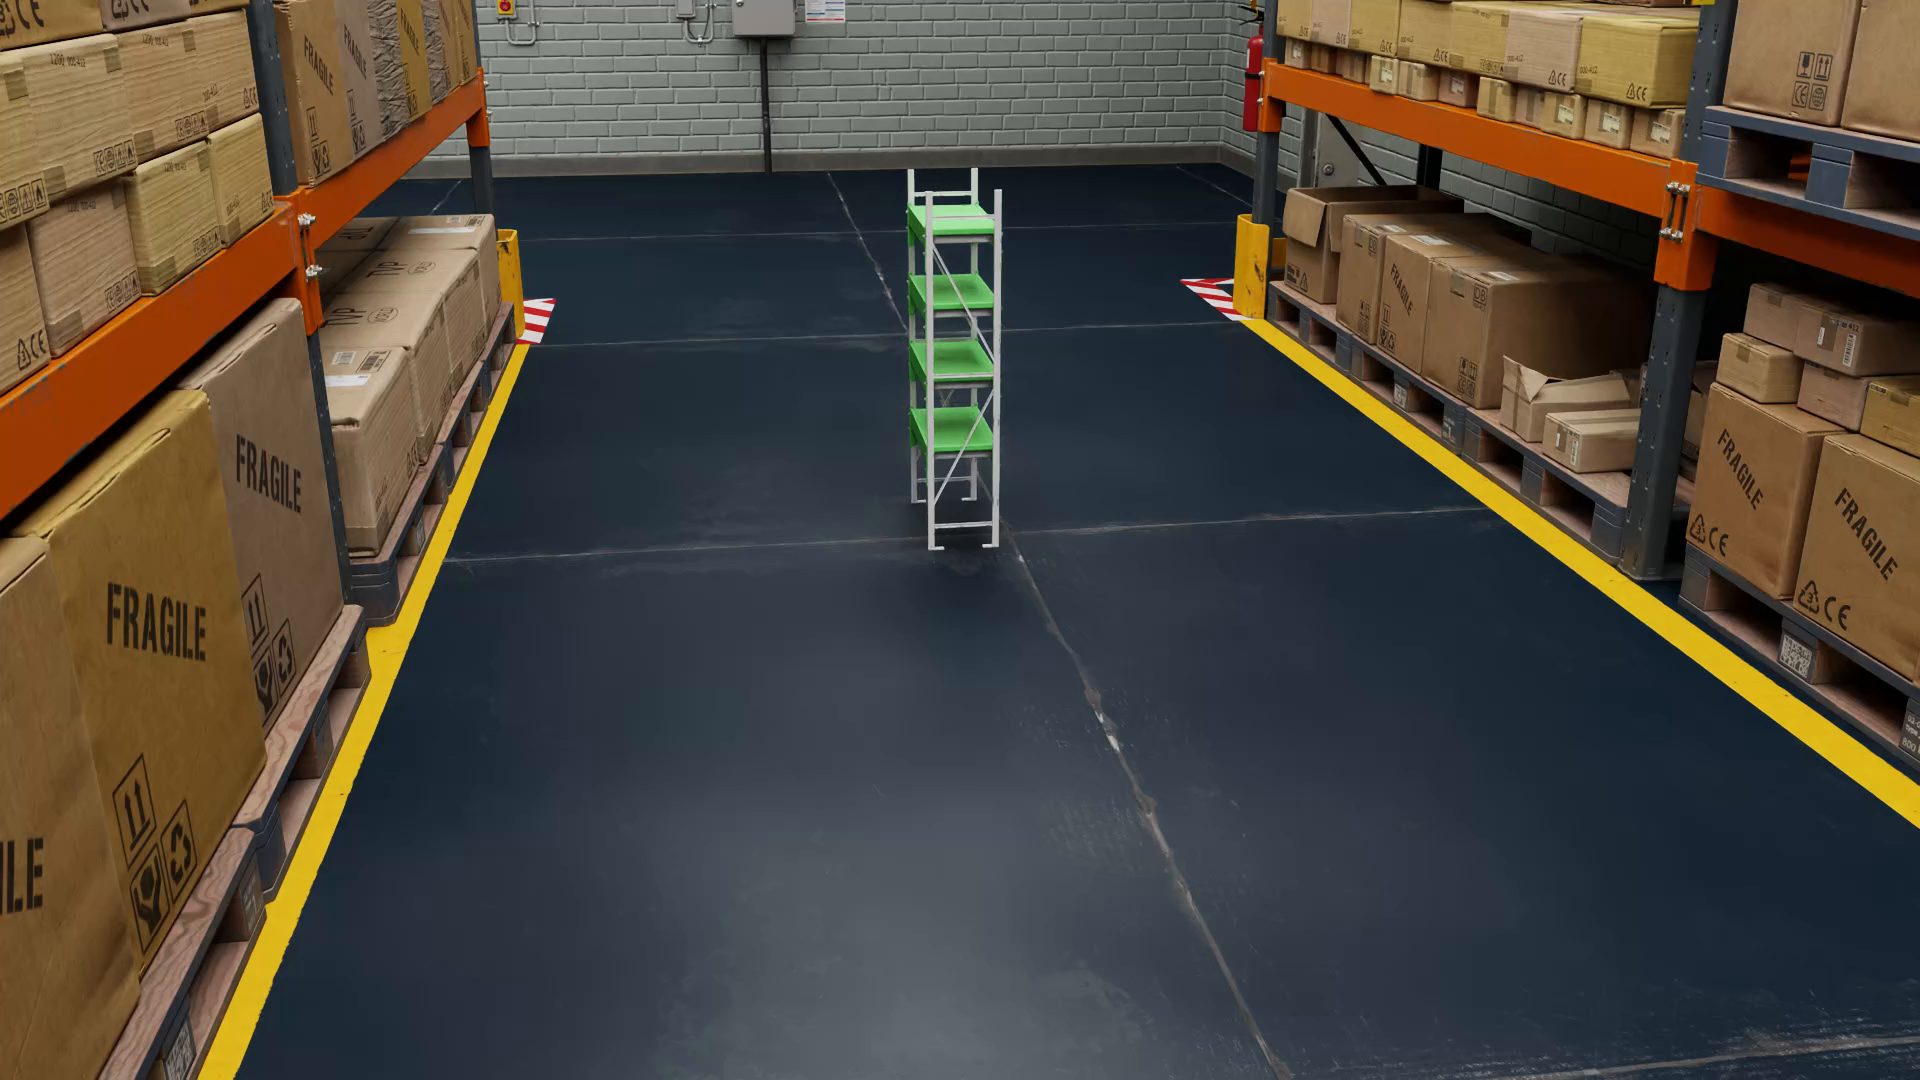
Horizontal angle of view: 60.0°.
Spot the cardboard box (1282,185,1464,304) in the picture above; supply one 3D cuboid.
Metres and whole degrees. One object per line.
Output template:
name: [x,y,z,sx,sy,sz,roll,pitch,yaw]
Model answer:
cardboard box: [2.074,-1.506,8.430,0.797,0.503,0.637,-4,21,-10]

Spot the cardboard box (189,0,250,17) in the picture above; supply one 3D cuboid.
cardboard box: [-1.942,-1.432,3.692,0.500,0.500,0.500,-2,21,-6]

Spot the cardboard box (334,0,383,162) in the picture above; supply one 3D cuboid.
cardboard box: [-2.132,-1.456,5.185,0.500,0.500,0.500,-3,21,-7]

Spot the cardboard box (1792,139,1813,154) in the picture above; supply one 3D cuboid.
cardboard box: [2.878,-1.323,5.331,0.380,0.149,0.250,-3,21,-8]

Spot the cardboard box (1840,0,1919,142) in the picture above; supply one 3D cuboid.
cardboard box: [2.579,-1.196,3.889,0.700,0.500,0.500,-3,21,-7]

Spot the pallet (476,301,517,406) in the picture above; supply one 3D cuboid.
pallet: [-2.639,-0.865,7.730,1.003,0.211,1.213,-3,21,-8]

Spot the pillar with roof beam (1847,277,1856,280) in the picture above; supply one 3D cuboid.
pillar with roof beam: [-0.812,-4.190,4.075,9.100,9.000,0.400,-3,21,-8]

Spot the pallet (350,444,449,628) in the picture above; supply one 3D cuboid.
pallet: [-2.287,-0.020,5.468,1.003,0.211,1.213,-3,21,-8]

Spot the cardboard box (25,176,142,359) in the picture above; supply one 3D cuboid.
cardboard box: [-1.815,-0.494,2.966,0.500,0.250,0.500,-3,21,-9]

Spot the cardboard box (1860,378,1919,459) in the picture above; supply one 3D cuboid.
cardboard box: [2.609,-0.322,4.338,0.380,0.149,0.250,-4,21,-11]

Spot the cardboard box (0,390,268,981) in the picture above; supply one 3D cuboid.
cardboard box: [-1.949,0.263,3.163,0.875,0.875,0.875,-2,21,-6]

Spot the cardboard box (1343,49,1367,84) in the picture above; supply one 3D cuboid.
cardboard box: [1.986,-2.185,7.638,0.380,0.149,0.250,-2,21,-6]

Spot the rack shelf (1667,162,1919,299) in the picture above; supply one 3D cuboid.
rack shelf: [2.944,-0.281,3.210,1.077,0.370,4.000,-3,21,-8]

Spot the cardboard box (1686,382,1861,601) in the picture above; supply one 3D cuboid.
cardboard box: [2.503,-0.158,4.823,0.500,0.500,0.500,-2,21,-5]

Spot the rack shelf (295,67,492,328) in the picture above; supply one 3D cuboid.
rack shelf: [-2.543,-1.415,6.244,1.077,0.370,4.000,-3,21,-8]

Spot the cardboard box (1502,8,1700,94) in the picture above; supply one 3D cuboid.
cardboard box: [2.254,-1.717,5.814,0.500,0.250,0.500,-3,21,-8]

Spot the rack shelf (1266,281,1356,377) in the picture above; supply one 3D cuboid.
rack shelf: [-11.733,0.255,1.034,30.696,2.800,11.642,-3,21,-8]

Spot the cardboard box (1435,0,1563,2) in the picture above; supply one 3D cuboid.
cardboard box: [2.095,-2.426,6.642,0.500,0.500,0.500,-2,21,-6]

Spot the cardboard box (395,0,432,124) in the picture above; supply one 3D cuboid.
cardboard box: [-2.272,-1.807,6.124,0.500,0.500,0.500,-2,21,-6]

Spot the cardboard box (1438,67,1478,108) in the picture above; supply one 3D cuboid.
cardboard box: [2.155,-1.826,6.677,0.380,0.149,0.250,-3,21,-8]

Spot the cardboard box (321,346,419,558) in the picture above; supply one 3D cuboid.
cardboard box: [-2.239,-0.278,5.236,0.875,0.438,0.875,-3,21,-9]

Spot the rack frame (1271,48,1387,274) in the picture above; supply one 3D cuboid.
rack frame: [2.076,-2.695,8.646,0.949,2.616,0.053,-3,21,-8]

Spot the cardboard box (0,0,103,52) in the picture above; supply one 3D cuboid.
cardboard box: [-1.807,-1.077,2.741,0.500,0.500,0.500,-2,21,-6]

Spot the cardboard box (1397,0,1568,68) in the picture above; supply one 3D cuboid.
cardboard box: [2.122,-2.068,6.756,0.500,0.250,0.500,-3,21,-9]

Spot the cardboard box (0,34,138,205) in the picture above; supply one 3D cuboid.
cardboard box: [-1.791,-0.731,2.886,0.500,0.250,0.500,-2,21,-6]

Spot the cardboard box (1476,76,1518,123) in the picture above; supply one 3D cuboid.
cardboard box: [2.164,-1.648,6.200,0.380,0.149,0.250,-3,21,-9]

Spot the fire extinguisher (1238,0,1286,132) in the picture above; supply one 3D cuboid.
fire extinguisher: [1.601,-2.512,8.799,0.296,0.674,0.183,-3,21,-8]

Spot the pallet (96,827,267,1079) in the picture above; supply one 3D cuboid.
pallet: [-1.890,0.934,2.914,1.003,0.211,1.213,-3,21,-8]

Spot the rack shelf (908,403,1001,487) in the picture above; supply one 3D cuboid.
rack shelf: [-0.024,-0.335,5.766,0.258,0.148,0.480,-3,21,-8]

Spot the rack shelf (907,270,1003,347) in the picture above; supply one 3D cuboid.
rack shelf: [-0.024,-0.784,5.598,0.258,0.148,0.480,-3,21,-8]

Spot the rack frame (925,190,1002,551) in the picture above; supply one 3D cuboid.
rack frame: [0.011,-0.535,5.433,0.240,1.200,0.015,-3,21,-8]

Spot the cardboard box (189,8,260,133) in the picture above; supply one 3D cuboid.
cardboard box: [-1.951,-1.083,3.828,0.500,0.250,0.500,-3,21,-8]

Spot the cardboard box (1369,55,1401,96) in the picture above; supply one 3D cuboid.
cardboard box: [1.992,-2.002,7.148,0.380,0.149,0.250,-4,21,-9]

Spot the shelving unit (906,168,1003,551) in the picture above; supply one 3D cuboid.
shelving unit: [-0.024,-0.619,5.660,0.258,1.200,0.503,-3,21,-8]

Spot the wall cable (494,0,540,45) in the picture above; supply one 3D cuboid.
wall cable: [-3.668,-4.886,13.013,0.585,1.953,0.123,-3,21,-8]

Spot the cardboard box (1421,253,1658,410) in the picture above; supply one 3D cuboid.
cardboard box: [2.308,-0.847,6.670,0.700,0.500,0.500,-4,21,-10]

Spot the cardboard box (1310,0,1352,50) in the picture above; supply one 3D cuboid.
cardboard box: [1.951,-2.419,7.696,0.500,0.250,0.500,-3,21,-7]

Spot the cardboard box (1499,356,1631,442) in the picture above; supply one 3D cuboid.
cardboard box: [2.234,-0.528,6.151,0.396,0.266,0.258,-2,21,-6]

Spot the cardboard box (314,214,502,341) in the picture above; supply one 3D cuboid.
cardboard box: [-2.638,-1.217,7.749,0.875,0.438,0.875,-4,21,-10]

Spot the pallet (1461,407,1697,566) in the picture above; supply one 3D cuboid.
pallet: [2.558,-0.242,6.063,1.003,0.211,1.213,-3,21,-8]

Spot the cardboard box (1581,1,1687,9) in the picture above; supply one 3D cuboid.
cardboard box: [2.700,-1.917,6.351,0.500,0.250,0.500,-2,21,-7]
